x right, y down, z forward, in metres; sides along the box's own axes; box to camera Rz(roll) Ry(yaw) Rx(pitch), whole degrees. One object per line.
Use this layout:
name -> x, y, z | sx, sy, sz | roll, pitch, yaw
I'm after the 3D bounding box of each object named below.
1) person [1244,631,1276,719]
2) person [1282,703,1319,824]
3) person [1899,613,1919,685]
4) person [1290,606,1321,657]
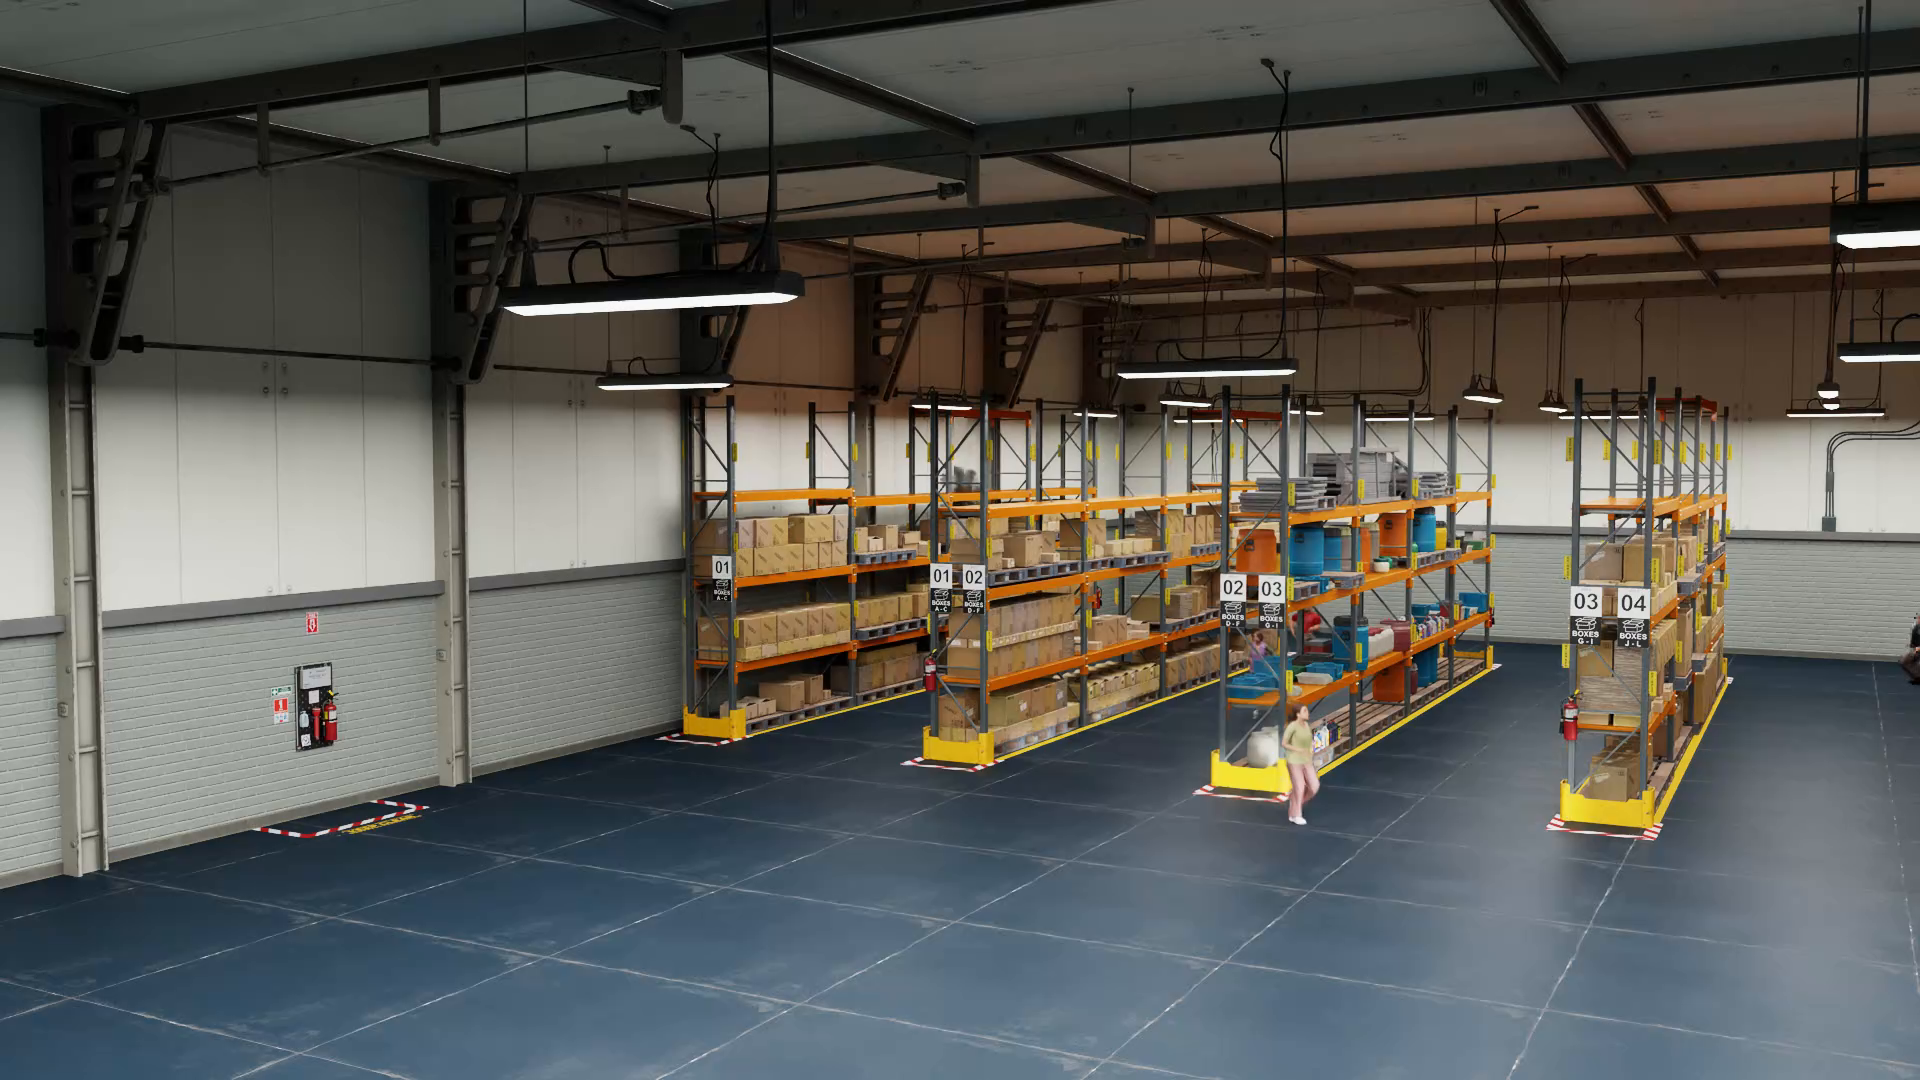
person -> 5.683, 2.538, 31.661 | 0.545, 1.614, 0.813 | 2, 3, 28
person -> 4.583, 3.007, 22.369 | 0.562, 1.639, 0.550 | -2, 4, -35
person -> 20.483, 2.324, 35.615 | 0.610, 1.622, 0.754 | 2, 4, 33
person -> 7.644, 2.216, 36.817 | 0.664, 1.745, 0.817 | 1, 3, 12
